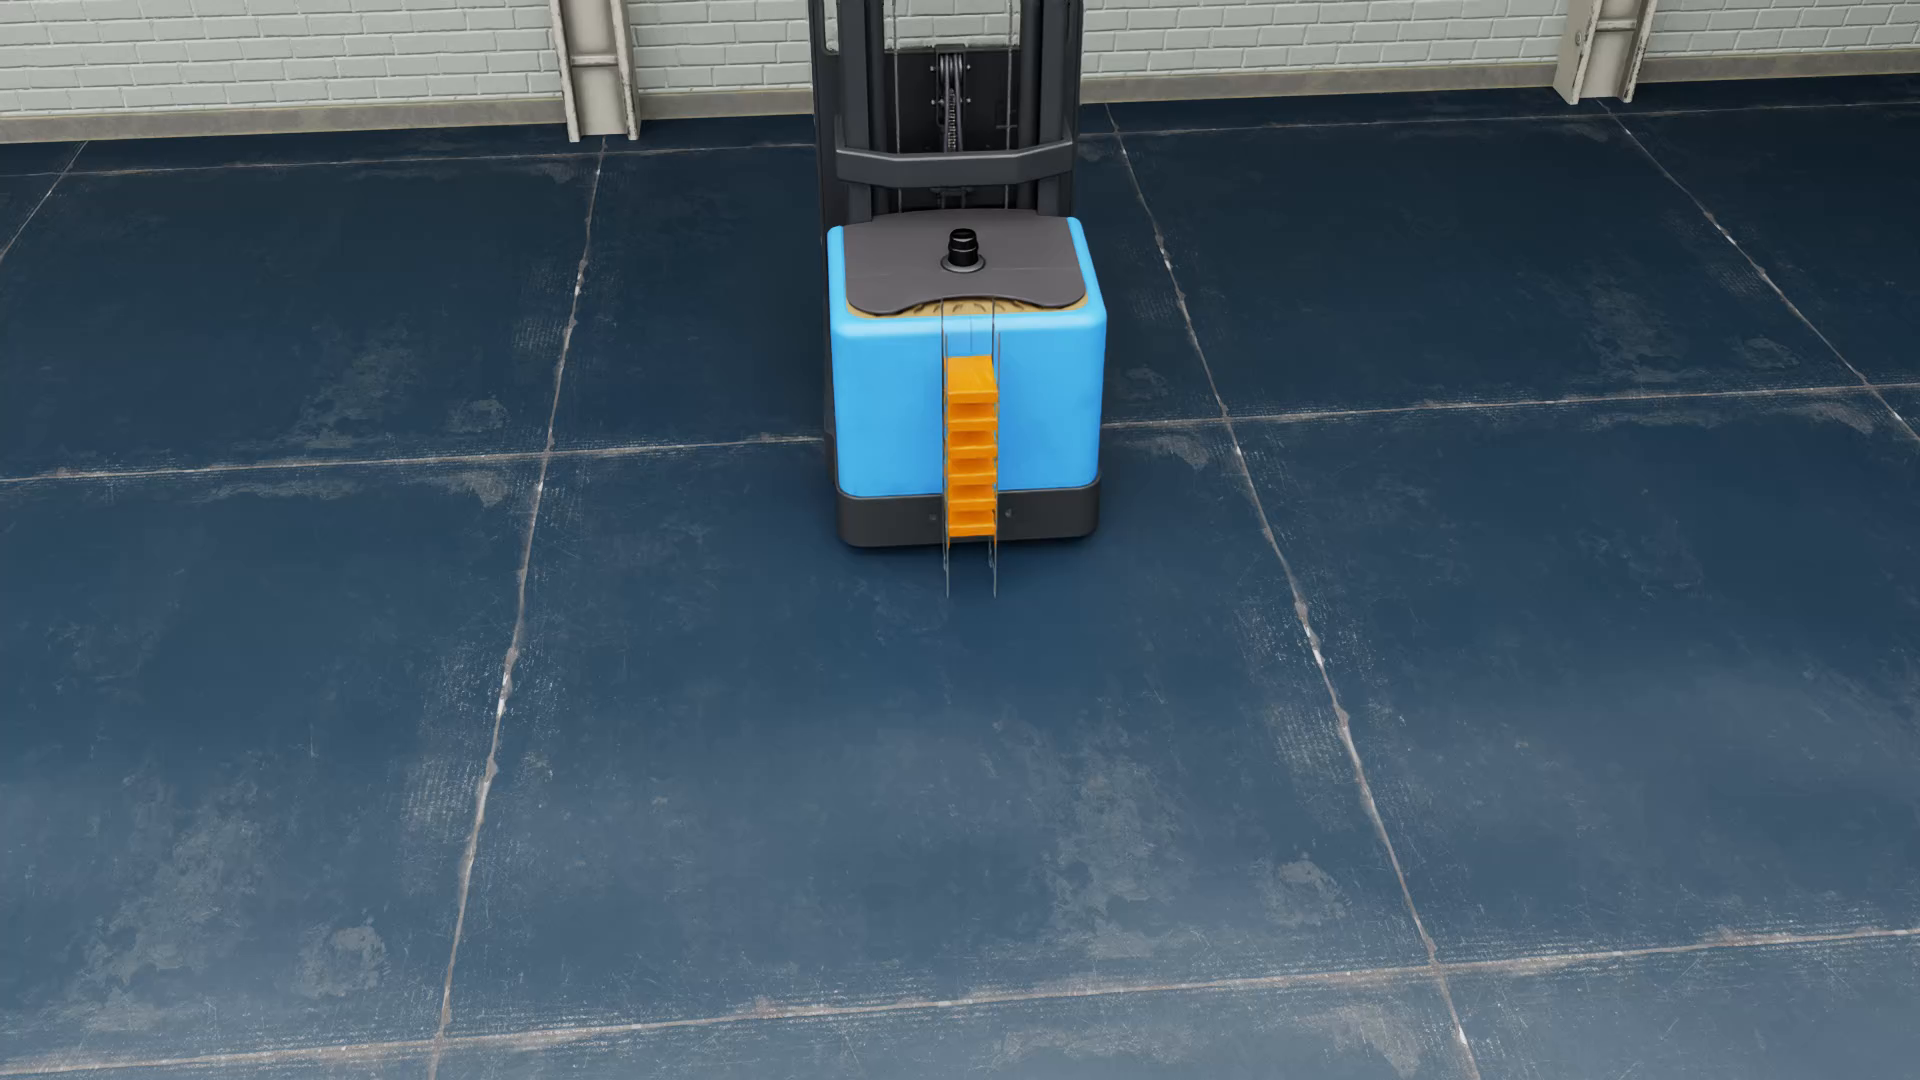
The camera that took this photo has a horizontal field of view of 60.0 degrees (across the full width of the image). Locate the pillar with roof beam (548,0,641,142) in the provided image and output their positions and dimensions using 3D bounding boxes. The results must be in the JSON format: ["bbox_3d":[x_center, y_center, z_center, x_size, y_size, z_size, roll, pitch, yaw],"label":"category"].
[{"bbox_3d":[-1.709,-3.301,3.669,0.400,9.000,9.100,-3,38,-4],"label":"pillar with roof beam"}]

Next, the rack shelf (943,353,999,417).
[{"bbox_3d":[0.036,-0.559,5.979,0.180,0.103,0.258,-3,39,-4],"label":"rack shelf"}]

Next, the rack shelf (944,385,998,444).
[{"bbox_3d":[0.036,-0.465,6.054,0.180,0.103,0.258,-3,39,-4],"label":"rack shelf"}]

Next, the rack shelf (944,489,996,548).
[{"bbox_3d":[0.036,-0.090,6.353,0.180,0.103,0.258,-3,39,-4],"label":"rack shelf"}]

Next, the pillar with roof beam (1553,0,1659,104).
[{"bbox_3d":[4.267,-3.630,4.086,0.400,9.000,9.100,-3,38,-4],"label":"pillar with roof beam"}]

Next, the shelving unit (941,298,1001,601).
[{"bbox_3d":[0.036,-0.312,6.176,0.189,1.200,0.258,-3,39,-4],"label":"shelving unit"}]

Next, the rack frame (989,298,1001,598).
[{"bbox_3d":[0.127,-0.317,6.182,0.006,1.200,0.240,-3,39,-4],"label":"rack frame"}]

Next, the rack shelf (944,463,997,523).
[{"bbox_3d":[0.036,-0.184,6.279,0.180,0.103,0.258,-3,39,-4],"label":"rack shelf"}]

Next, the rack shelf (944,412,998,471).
[{"bbox_3d":[0.036,-0.371,6.129,0.180,0.103,0.258,-3,39,-4],"label":"rack shelf"}]

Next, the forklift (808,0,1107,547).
[{"bbox_3d":[-0.076,-2.020,6.944,1.130,2.935,3.031,-3,38,-4],"label":"forklift"}]

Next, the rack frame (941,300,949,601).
[{"bbox_3d":[-0.055,-0.308,6.170,0.006,1.200,0.240,-3,39,-4],"label":"rack frame"}]

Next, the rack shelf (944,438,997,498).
[{"bbox_3d":[0.036,-0.278,6.204,0.180,0.103,0.258,-3,39,-4],"label":"rack shelf"}]
